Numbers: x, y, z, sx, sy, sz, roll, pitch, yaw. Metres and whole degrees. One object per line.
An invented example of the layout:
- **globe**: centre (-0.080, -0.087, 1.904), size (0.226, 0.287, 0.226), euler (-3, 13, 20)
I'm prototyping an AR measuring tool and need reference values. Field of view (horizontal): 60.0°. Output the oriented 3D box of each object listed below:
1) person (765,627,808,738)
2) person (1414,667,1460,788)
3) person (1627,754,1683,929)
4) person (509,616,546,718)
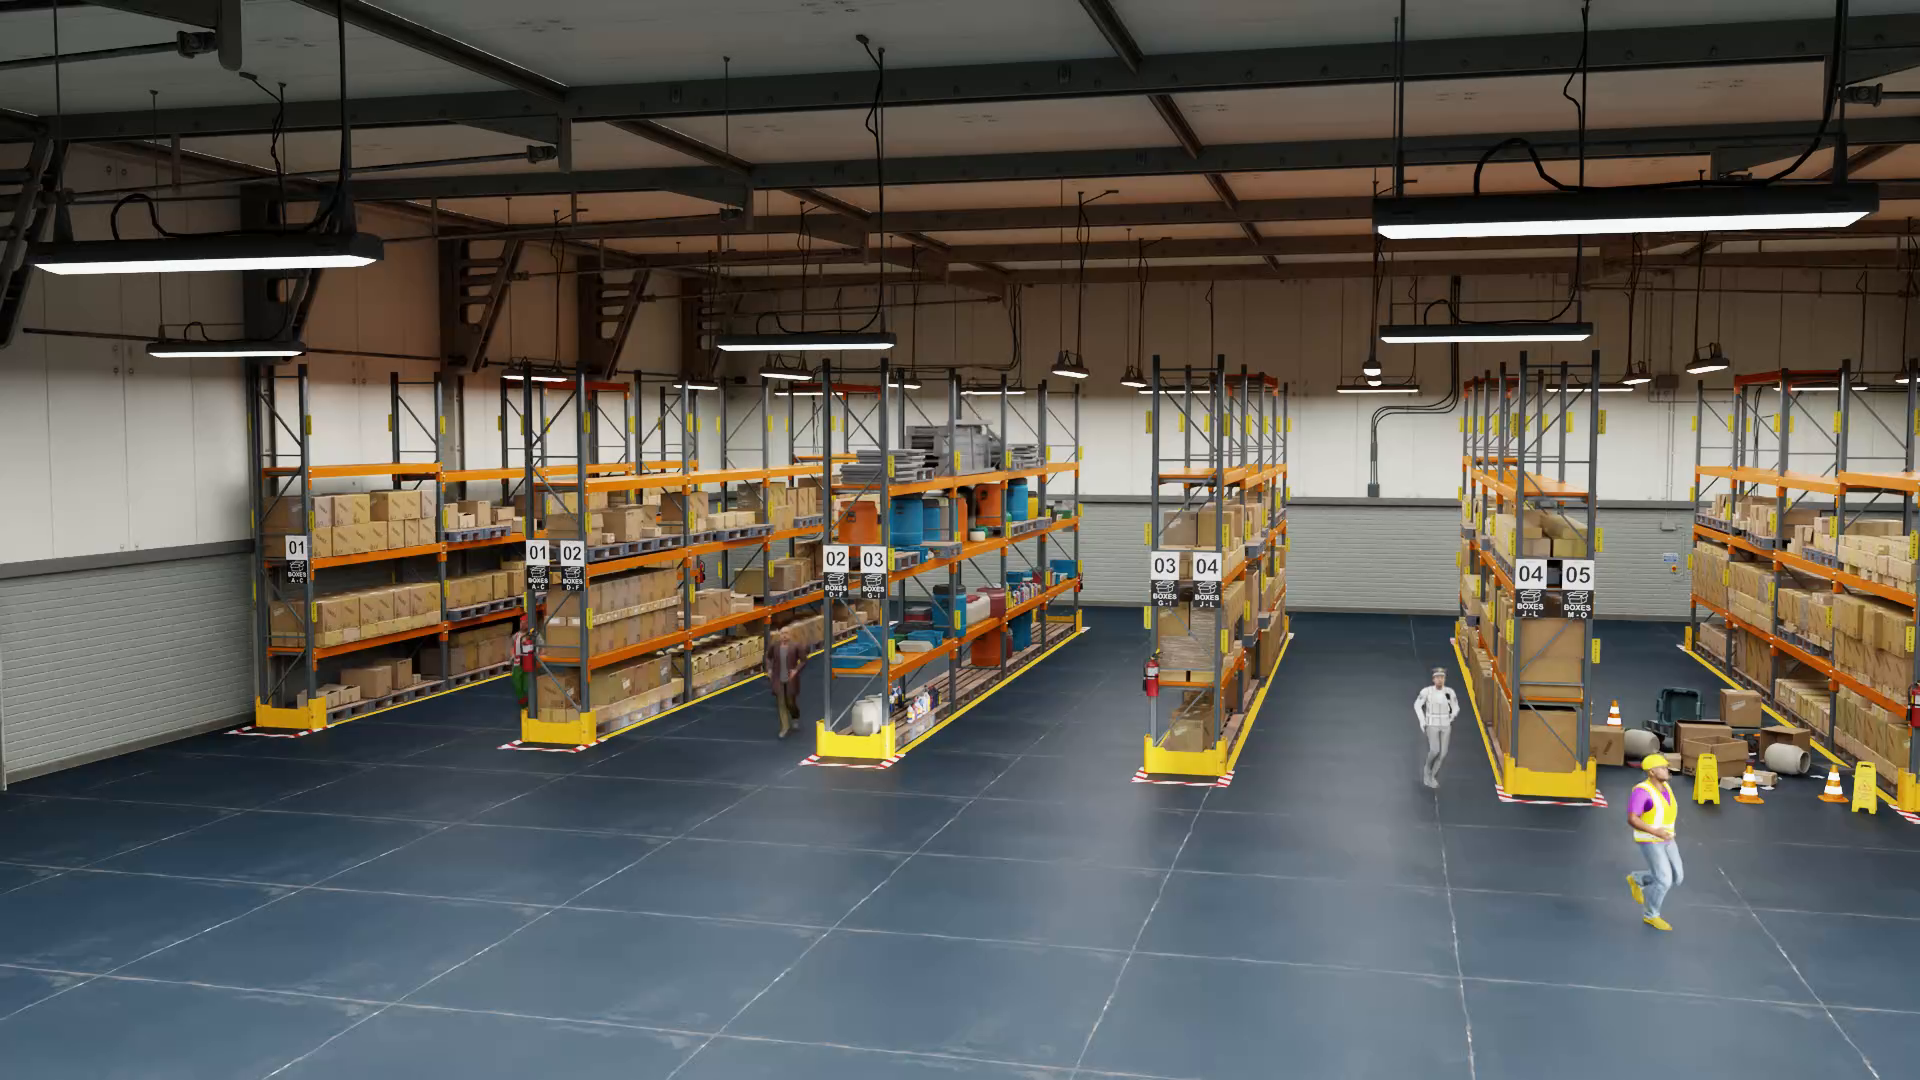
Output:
- **person**: centre (-2.826, 2.275, 26.867), size (0.720, 1.762, 0.733), euler (0, 4, 6)
- **person**: centre (6.630, 2.597, 23.013), size (0.595, 1.664, 0.527), euler (0, 4, 3)
- **person**: centre (6.943, 3.000, 16.670), size (0.736, 1.726, 0.613), euler (-3, 5, -39)
- **person**: centre (-7.460, 2.168, 28.594), size (0.656, 1.745, 0.603), euler (1, 4, 9)
